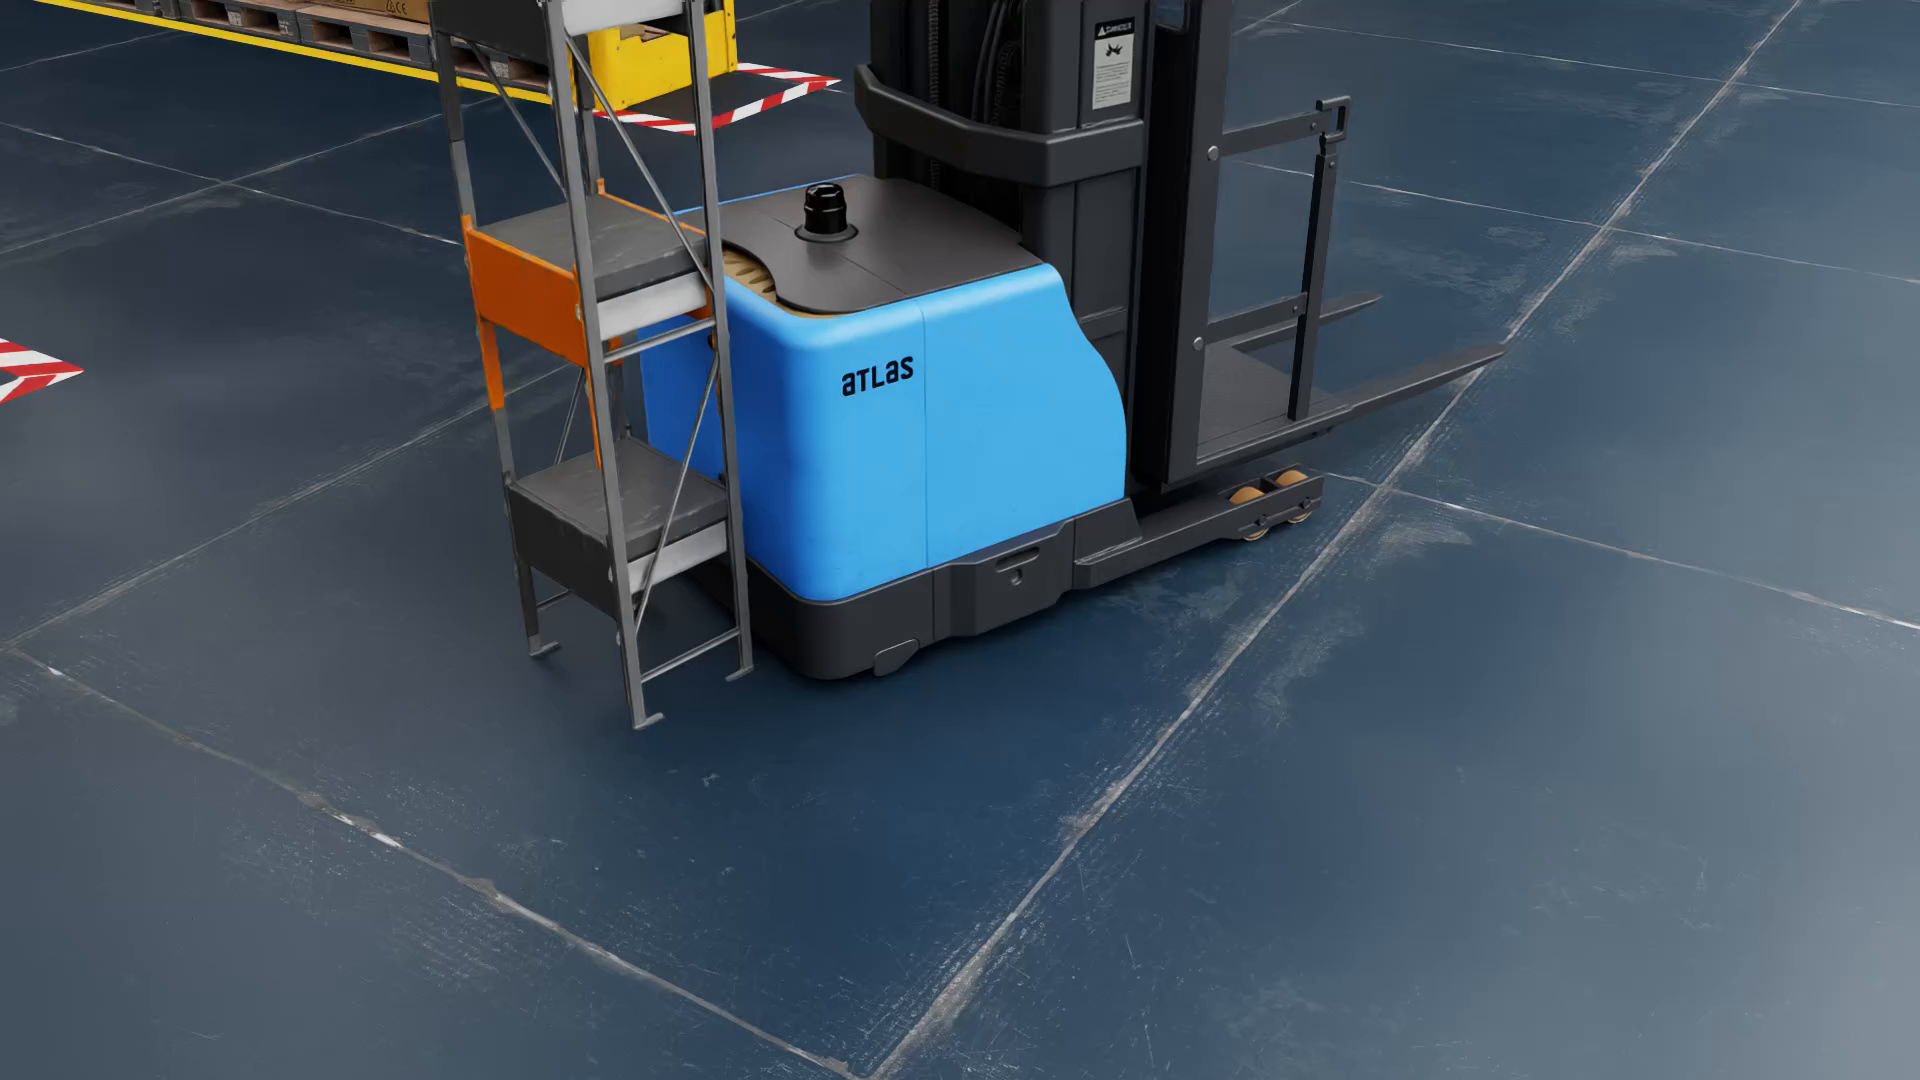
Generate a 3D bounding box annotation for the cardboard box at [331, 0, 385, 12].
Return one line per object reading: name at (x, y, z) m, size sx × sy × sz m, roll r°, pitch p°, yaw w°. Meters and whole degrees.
cardboard box at (-3.745, -3.743, 10.754) m, size 0.500 × 0.500 × 0.500 m, roll 14°, pitch 33°, yaw 23°

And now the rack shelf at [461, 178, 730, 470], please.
rack shelf at (-0.894, -0.550, 4.136) m, size 0.480 × 0.518 × 0.431 m, roll 26°, pitch 39°, yaw 37°

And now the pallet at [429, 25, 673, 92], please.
pallet at (-2.465, -3.026, 10.227) m, size 1.213 × 0.211 × 1.003 m, roll 18°, pitch 35°, yaw 27°

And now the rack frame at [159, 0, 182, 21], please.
rack frame at (-5.120, -5.049, 10.928) m, size 0.127 × 3.000 × 1.000 m, roll 18°, pitch 35°, yaw 27°

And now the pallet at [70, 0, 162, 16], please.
pallet at (-5.780, -4.052, 11.987) m, size 1.213 × 0.211 × 1.003 m, roll 18°, pitch 35°, yaw 27°

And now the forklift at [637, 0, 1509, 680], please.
forklift at (0.553, -1.462, 4.848) m, size 3.031 × 2.935 × 1.130 m, roll -20°, pitch 36°, yaw -30°

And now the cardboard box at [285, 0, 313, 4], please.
cardboard box at (-4.313, -3.876, 10.981) m, size 0.500 × 0.500 × 0.500 m, roll -23°, pitch 37°, yaw -33°

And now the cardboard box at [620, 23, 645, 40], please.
cardboard box at (-2.252, -3.254, 9.914) m, size 0.500 × 0.500 × 0.500 m, roll 25°, pitch 39°, yaw 36°

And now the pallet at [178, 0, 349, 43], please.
pallet at (-4.532, -3.680, 11.348) m, size 1.213 × 0.211 × 1.003 m, roll 18°, pitch 35°, yaw 27°

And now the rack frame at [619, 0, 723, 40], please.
rack frame at (-1.732, -3.977, 9.091) m, size 0.127 × 3.000 × 1.000 m, roll 18°, pitch 35°, yaw 27°

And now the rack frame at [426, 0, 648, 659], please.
rack frame at (-1.068, -0.648, 4.276) m, size 0.015 × 2.100 × 0.400 m, roll 26°, pitch 39°, yaw 37°

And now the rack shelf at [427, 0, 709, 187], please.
rack shelf at (-0.894, -1.154, 3.783) m, size 0.480 × 0.518 × 0.431 m, roll 26°, pitch 39°, yaw 37°

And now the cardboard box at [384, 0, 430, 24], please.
cardboard box at (-3.296, -3.575, 10.465) m, size 0.500 × 0.500 × 0.500 m, roll 21°, pitch 36°, yaw 32°

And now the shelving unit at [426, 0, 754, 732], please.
shelving unit at (-0.894, -0.562, 4.129) m, size 0.503 × 2.100 × 0.431 m, roll 26°, pitch 39°, yaw 37°

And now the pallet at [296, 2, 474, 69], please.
pallet at (-3.495, -3.353, 10.788) m, size 1.213 × 0.211 × 1.003 m, roll 18°, pitch 35°, yaw 27°

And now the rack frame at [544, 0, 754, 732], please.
rack frame at (-0.719, -0.476, 3.982) m, size 0.015 × 2.100 × 0.400 m, roll 26°, pitch 39°, yaw 37°

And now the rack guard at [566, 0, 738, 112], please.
rack guard at (-1.796, -2.918, 9.756) m, size 0.348 × 0.500 × 1.175 m, roll 18°, pitch 35°, yaw 27°

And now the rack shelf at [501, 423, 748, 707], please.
rack shelf at (-0.894, 0.055, 4.489) m, size 0.480 × 0.518 × 0.431 m, roll 26°, pitch 39°, yaw 37°
